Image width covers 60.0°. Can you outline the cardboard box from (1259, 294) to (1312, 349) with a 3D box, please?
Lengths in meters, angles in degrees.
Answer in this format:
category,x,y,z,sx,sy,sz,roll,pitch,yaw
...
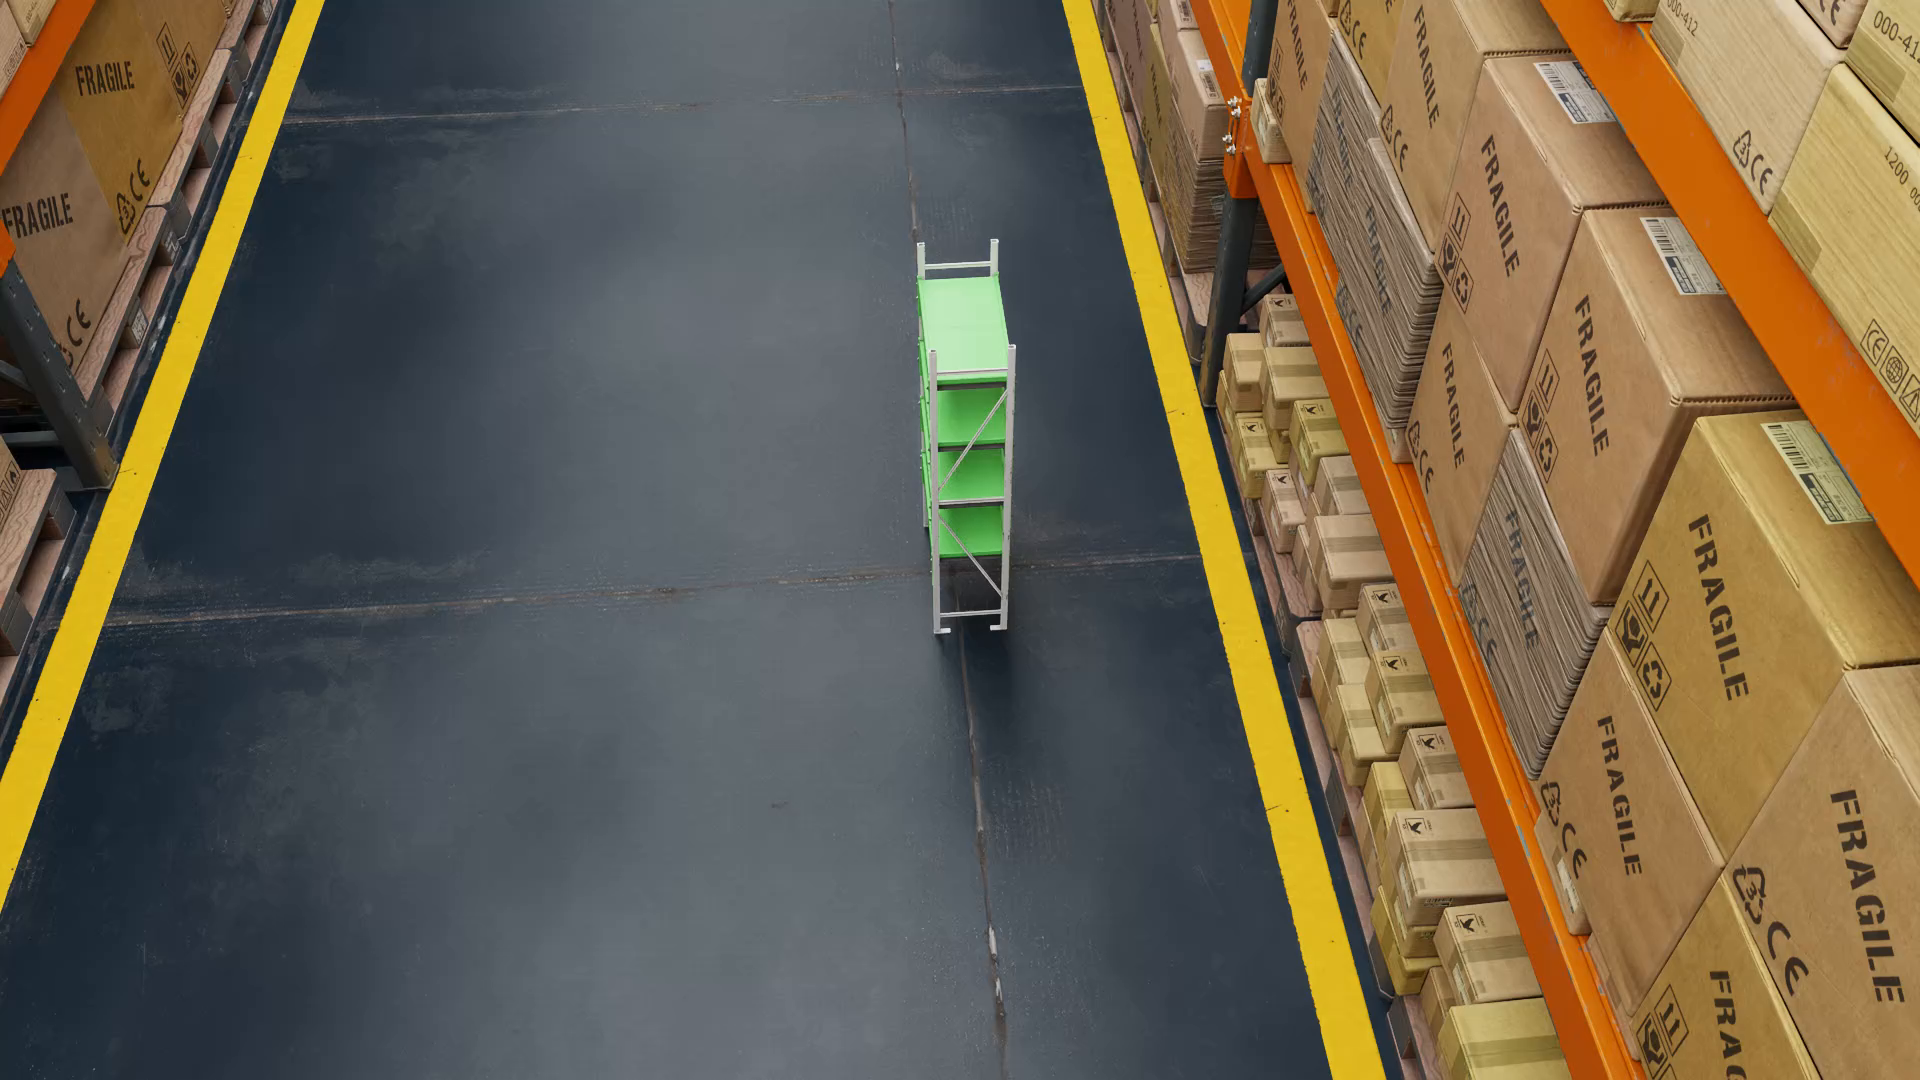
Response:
category,x,y,z,sx,sy,sz,roll,pitch,yaw
cardboard box,1.226,-0.701,5.612,0.380,0.149,0.250,-2,47,-2

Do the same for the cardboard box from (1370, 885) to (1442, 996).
category,x,y,z,sx,sy,sz,roll,pitch,yaw
cardboard box,1.310,1.033,4.380,0.380,0.149,0.250,-5,47,-5

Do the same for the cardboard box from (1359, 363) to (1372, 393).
category,x,y,z,sx,sy,sz,roll,pitch,yaw
cardboard box,1.244,-0.527,4.356,0.380,0.149,0.250,-3,47,-3

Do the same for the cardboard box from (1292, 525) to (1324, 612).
category,x,y,z,sx,sy,sz,roll,pitch,yaw
cardboard box,1.279,0.075,5.287,0.380,0.149,0.250,-4,47,-4

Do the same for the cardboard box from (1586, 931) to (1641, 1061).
category,x,y,z,sx,sy,sz,roll,pitch,yaw
cardboard box,1.410,0.805,3.094,0.380,0.149,0.250,-4,47,-4

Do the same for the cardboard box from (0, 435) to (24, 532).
category,x,y,z,sx,sy,sz,roll,pitch,yaw
cardboard box,-3.575,-0.022,5.181,0.875,0.438,0.875,-4,47,-4

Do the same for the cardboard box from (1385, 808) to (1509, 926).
category,x,y,z,sx,sy,sz,roll,pitch,yaw
cardboard box,1.293,0.817,4.175,0.380,0.149,0.250,-2,47,-2

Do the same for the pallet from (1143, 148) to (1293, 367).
category,x,y,z,sx,sy,sz,roll,pitch,yaw
pallet,1.337,-1.198,6.739,1.003,0.211,1.213,-3,47,-3

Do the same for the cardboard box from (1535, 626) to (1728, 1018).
category,x,y,z,sx,sy,sz,roll,pitch,yaw
cardboard box,1.406,0.481,2.955,0.500,0.500,0.500,-4,47,-4

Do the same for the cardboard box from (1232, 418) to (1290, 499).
category,x,y,z,sx,sy,sz,roll,pitch,yaw
cardboard box,1.136,-0.282,5.626,0.380,0.149,0.250,-2,47,-2

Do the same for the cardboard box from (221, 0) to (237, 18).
category,x,y,z,sx,sy,sz,roll,pitch,yaw
cardboard box,-3.881,-3.023,7.721,0.875,0.875,0.875,-4,47,-4

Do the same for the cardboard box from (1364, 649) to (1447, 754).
category,x,y,z,sx,sy,sz,roll,pitch,yaw
cardboard box,1.331,0.432,4.540,0.380,0.149,0.250,-3,47,-3

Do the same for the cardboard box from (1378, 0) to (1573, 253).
category,x,y,z,sx,sy,sz,roll,pitch,yaw
cardboard box,1.268,-0.992,3.662,0.500,0.500,0.500,-3,47,-3

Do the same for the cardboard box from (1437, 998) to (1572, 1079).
category,x,y,z,sx,sy,sz,roll,pitch,yaw
cardboard box,1.329,1.199,3.813,0.380,0.149,0.250,-4,47,-4

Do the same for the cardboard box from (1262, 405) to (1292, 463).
category,x,y,z,sx,sy,sz,roll,pitch,yaw
cardboard box,1.225,-0.401,5.533,0.380,0.149,0.250,-3,47,-3

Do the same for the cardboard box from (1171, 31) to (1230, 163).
category,x,y,z,sx,sy,sz,roll,pitch,yaw
cardboard box,1.089,-1.660,6.172,0.500,0.250,0.500,-5,47,-4

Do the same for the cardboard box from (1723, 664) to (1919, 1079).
category,x,y,z,sx,sy,sz,roll,pitch,yaw
cardboard box,1.452,0.504,2.245,0.500,0.500,0.500,-4,47,-4

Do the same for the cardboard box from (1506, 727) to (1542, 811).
category,x,y,z,sx,sy,sz,roll,pitch,yaw
cardboard box,1.372,0.430,3.450,0.380,0.149,0.250,-5,47,-5

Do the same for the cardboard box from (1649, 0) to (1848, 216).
category,x,y,z,sx,sy,sz,roll,pitch,yaw
cardboard box,1.358,-0.721,2.404,0.500,0.250,0.500,-2,47,-2

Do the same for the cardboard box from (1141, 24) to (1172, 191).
category,x,y,z,sx,sy,sz,roll,pitch,yaw
cardboard box,1.048,-1.770,6.793,0.500,0.500,0.500,-4,47,-4

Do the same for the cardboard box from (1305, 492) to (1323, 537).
category,x,y,z,sx,sy,sz,roll,pitch,yaw
cardboard box,1.301,-0.031,5.183,0.380,0.149,0.250,-6,47,-5

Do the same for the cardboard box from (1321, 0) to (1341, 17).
category,x,y,z,sx,sy,sz,roll,pitch,yaw
cardboard box,1.198,-1.733,4.363,0.500,0.500,0.500,-2,47,-2

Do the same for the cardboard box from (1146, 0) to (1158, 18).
category,x,y,z,sx,sy,sz,roll,pitch,yaw
cardboard box,1.001,-2.414,6.886,0.500,0.250,0.500,-5,47,-5

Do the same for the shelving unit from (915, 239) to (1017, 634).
category,x,y,z,sx,sy,sz,roll,pitch,yaw
shelving unit,0.014,-0.293,5.201,0.258,1.200,0.503,-3,47,-3

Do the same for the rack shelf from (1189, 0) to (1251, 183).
category,x,y,z,sx,sy,sz,roll,pitch,yaw
rack shelf,1.236,-2.793,6.825,1.077,0.370,4.000,-3,47,-3

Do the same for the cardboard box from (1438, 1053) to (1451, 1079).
category,x,y,z,sx,sy,sz,roll,pitch,yaw
cardboard box,1.364,1.293,3.928,0.380,0.149,0.250,-5,47,-5

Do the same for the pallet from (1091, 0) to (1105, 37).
category,x,y,z,sx,sy,sz,roll,pitch,yaw
pallet,1.132,-2.963,8.411,1.003,0.211,1.213,-3,47,-3

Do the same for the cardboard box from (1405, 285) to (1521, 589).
category,x,y,z,sx,sy,sz,roll,pitch,yaw
cardboard box,1.323,-0.246,3.644,0.500,0.500,0.500,-1,47,-1

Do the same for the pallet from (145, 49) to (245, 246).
category,x,y,z,sx,sy,sz,roll,pitch,yaw
pallet,-3.766,-1.699,7.214,1.003,0.211,1.213,-3,47,-3

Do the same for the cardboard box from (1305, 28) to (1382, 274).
category,x,y,z,sx,sy,sz,roll,pitch,yaw
cardboard box,1.242,-0.999,4.357,0.500,0.500,0.500,-3,47,-3

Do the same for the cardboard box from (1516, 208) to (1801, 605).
category,x,y,z,sx,sy,sz,roll,pitch,yaw
cardboard box,1.357,-0.238,2.947,0.500,0.500,0.500,-1,47,-1

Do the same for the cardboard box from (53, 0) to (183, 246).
category,x,y,z,sx,sy,sz,roll,pitch,yaw
cardboard box,-3.736,-1.730,6.497,0.875,0.875,0.875,-2,47,-2

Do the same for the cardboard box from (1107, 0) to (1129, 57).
category,x,y,z,sx,sy,sz,roll,pitch,yaw
cardboard box,0.967,-2.511,7.494,0.500,0.500,0.500,-5,47,-4

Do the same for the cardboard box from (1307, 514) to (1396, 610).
category,x,y,z,sx,sy,sz,roll,pitch,yaw
cardboard box,1.244,0.059,4.893,0.380,0.149,0.250,-3,47,-2

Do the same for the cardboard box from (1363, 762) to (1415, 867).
category,x,y,z,sx,sy,sz,roll,pitch,yaw
cardboard box,1.305,0.733,4.459,0.380,0.149,0.250,-1,47,-1

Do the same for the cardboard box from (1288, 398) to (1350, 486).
category,x,y,z,sx,sy,sz,roll,pitch,yaw
cardboard box,1.260,-0.318,5.249,0.380,0.149,0.250,-4,47,-4

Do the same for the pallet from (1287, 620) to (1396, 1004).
category,x,y,z,sx,sy,sz,roll,pitch,yaw
pallet,1.600,0.734,4.910,1.003,0.211,1.213,-3,47,-3

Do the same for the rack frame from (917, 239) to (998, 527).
category,x,y,z,sx,sy,sz,roll,pitch,yaw
rack frame,-0.007,-0.469,5.368,0.240,1.200,0.015,-3,47,-3

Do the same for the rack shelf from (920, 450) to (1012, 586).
category,x,y,z,sx,sy,sz,roll,pitch,yaw
rack shelf,0.014,-0.084,5.422,0.258,0.148,0.480,-3,47,-3

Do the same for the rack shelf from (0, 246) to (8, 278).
category,x,y,z,sx,sy,sz,roll,pitch,yaw
rack shelf,-3.354,0.475,3.730,1.077,0.370,4.000,-3,47,-3

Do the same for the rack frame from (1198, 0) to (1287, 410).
category,x,y,z,sx,sy,sz,roll,pitch,yaw
rack frame,1.403,-1.594,5.193,1.000,3.000,0.127,-3,47,-3

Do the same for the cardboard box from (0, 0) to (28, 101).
category,x,y,z,sx,sy,sz,roll,pitch,yaw
cardboard box,-3.295,-1.503,5.210,0.500,0.250,0.500,-4,47,-4

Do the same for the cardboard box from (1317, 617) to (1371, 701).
category,x,y,z,sx,sy,sz,roll,pitch,yaw
cardboard box,1.259,0.356,4.817,0.380,0.149,0.250,-4,47,-4

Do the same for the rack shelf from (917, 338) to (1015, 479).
category,x,y,z,sx,sy,sz,roll,pitch,yaw
rack shelf,0.014,-0.414,5.073,0.258,0.148,0.480,-3,47,-3

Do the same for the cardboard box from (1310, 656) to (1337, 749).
category,x,y,z,sx,sy,sz,roll,pitch,yaw
cardboard box,1.263,0.461,4.921,0.380,0.149,0.250,-5,47,-4

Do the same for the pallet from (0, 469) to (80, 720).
category,x,y,z,sx,sy,sz,roll,pitch,yaw
pallet,-3.535,0.294,5.326,1.003,0.211,1.213,-3,47,-3

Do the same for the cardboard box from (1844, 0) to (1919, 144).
category,x,y,z,sx,sy,sz,roll,pitch,yaw
cardboard box,1.402,-0.539,1.888,0.500,0.250,0.500,-5,47,-4

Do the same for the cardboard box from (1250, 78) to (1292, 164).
category,x,y,z,sx,sy,sz,roll,pitch,yaw
cardboard box,1.101,-1.283,5.072,0.380,0.149,0.250,-2,47,-2
